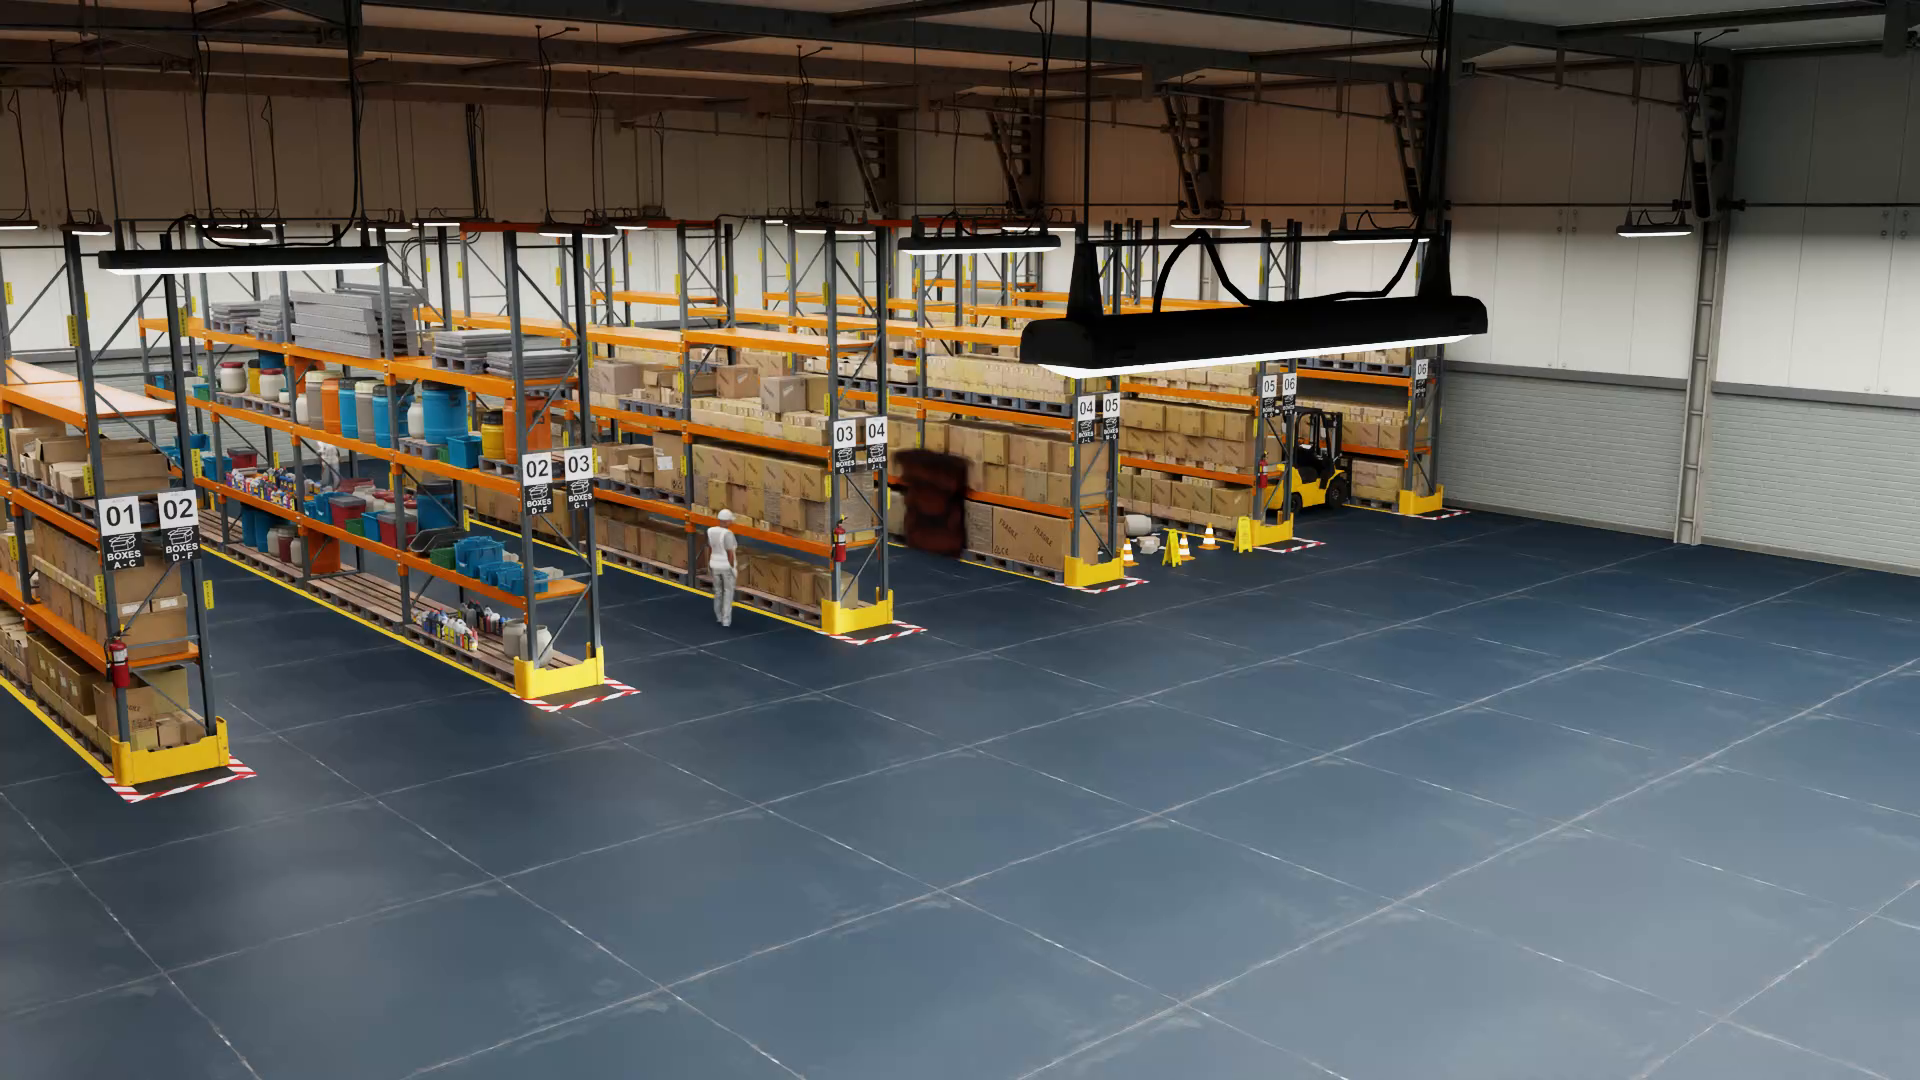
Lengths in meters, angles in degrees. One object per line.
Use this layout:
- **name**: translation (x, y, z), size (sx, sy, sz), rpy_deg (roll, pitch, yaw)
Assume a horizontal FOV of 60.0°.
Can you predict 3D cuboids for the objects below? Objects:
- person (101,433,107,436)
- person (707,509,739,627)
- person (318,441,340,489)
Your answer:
- **person**: translation (-17.323, -1.235, 33.737), size (0.622, 1.872, 0.458), rpy_deg (-11, 16, -44)
- **person**: translation (-3.600, 0.402, 25.419), size (0.574, 1.790, 0.557), rpy_deg (6, 13, 27)
- **person**: translation (-13.568, -1.629, 35.717), size (0.447, 1.641, 0.665), rpy_deg (-10, 15, -42)
